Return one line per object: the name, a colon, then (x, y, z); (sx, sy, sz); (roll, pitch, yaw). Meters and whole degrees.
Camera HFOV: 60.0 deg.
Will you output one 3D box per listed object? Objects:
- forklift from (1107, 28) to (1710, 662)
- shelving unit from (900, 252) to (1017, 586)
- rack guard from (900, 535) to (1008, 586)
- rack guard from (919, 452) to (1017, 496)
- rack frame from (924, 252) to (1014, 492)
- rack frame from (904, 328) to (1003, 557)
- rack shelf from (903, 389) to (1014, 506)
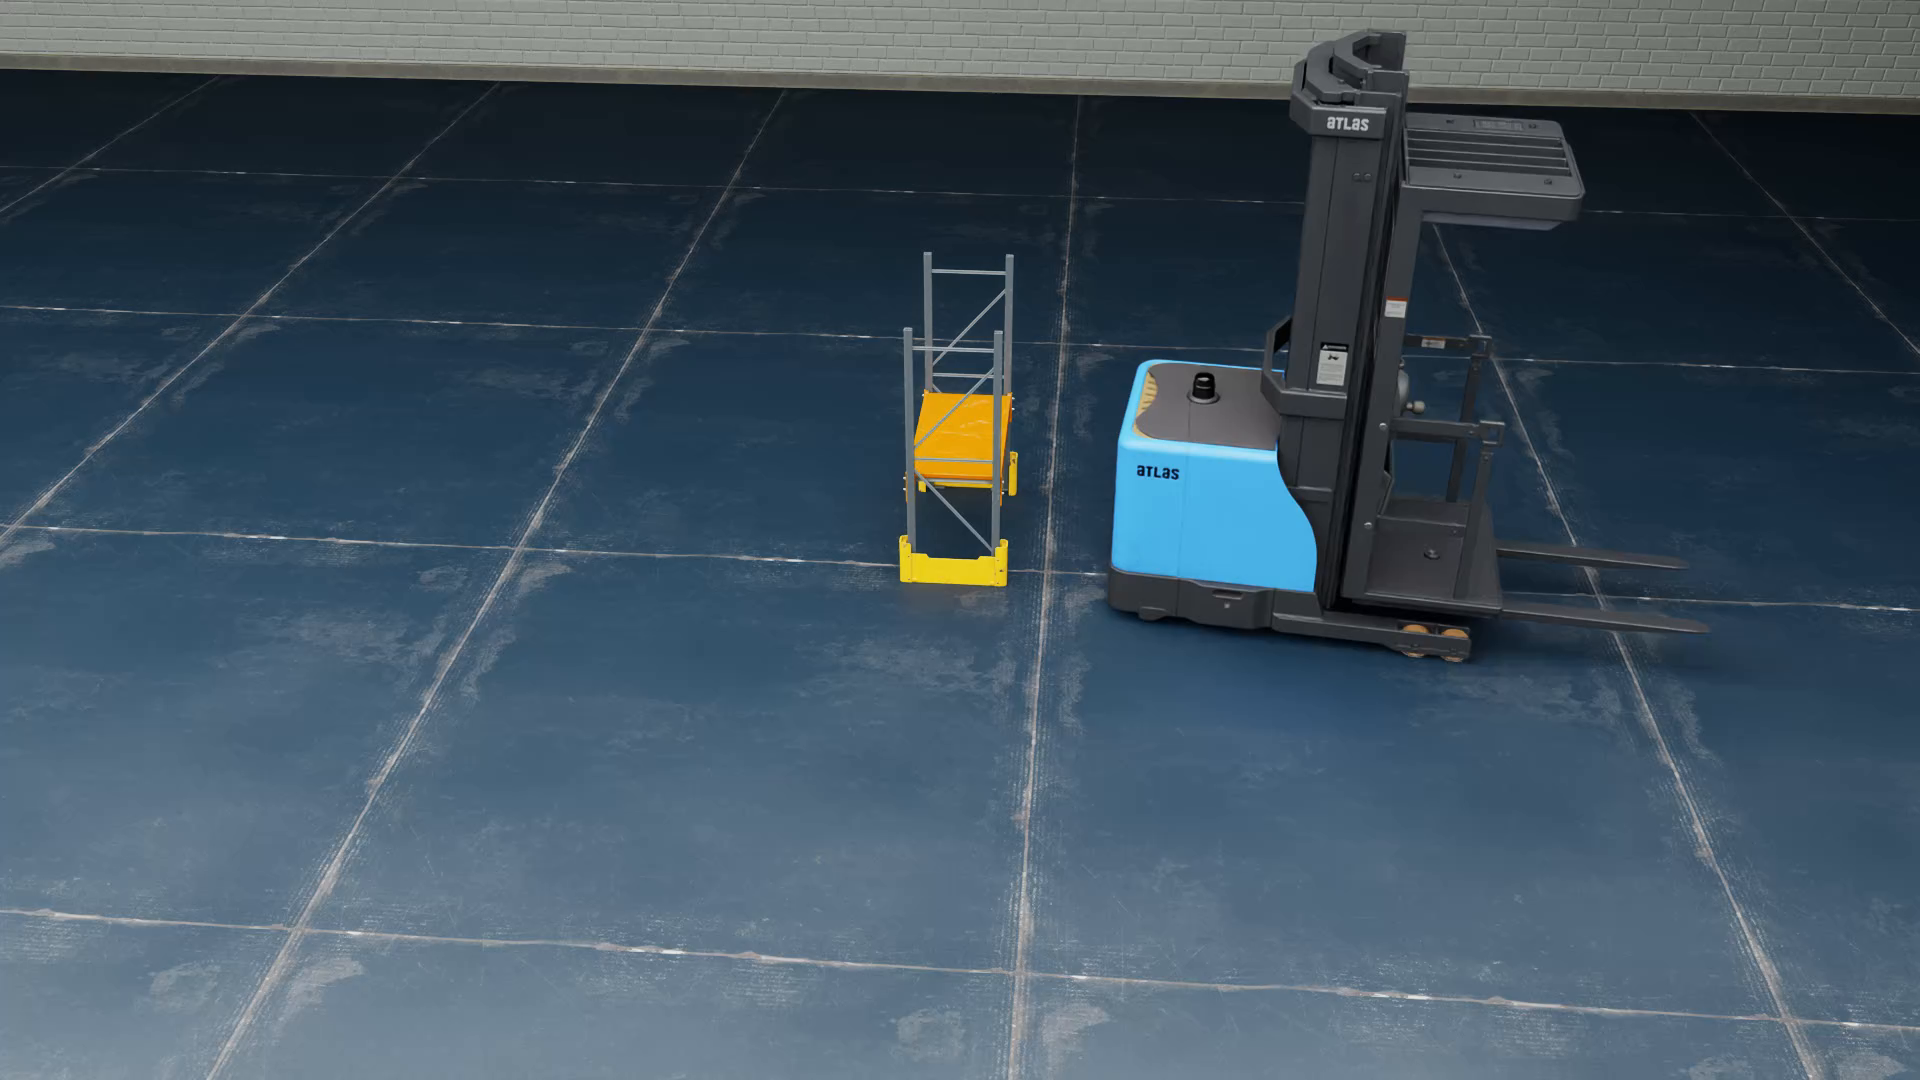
forklift: (2.354, -0.930, 8.245); (3.031, 2.935, 1.130); (6, 32, 10)
shelving unit: (0.006, -0.678, 9.201); (0.587, 1.500, 1.083); (2, 32, 4)
rack guard: (-0.034, 0.114, 9.107); (0.587, 0.250, 0.087); (2, 32, 4)
rack guard: (0.047, -0.407, 9.952); (0.587, 0.250, 0.087); (2, 32, 4)
rack frame: (0.048, -0.949, 9.641); (0.500, 1.500, 0.032); (2, 32, 4)
rack frame: (-0.034, -0.417, 8.778); (0.500, 1.500, 0.032); (2, 32, 4)
rack shelf: (0.007, -0.530, 9.304); (0.538, 0.185, 1.000); (2, 32, 4)
